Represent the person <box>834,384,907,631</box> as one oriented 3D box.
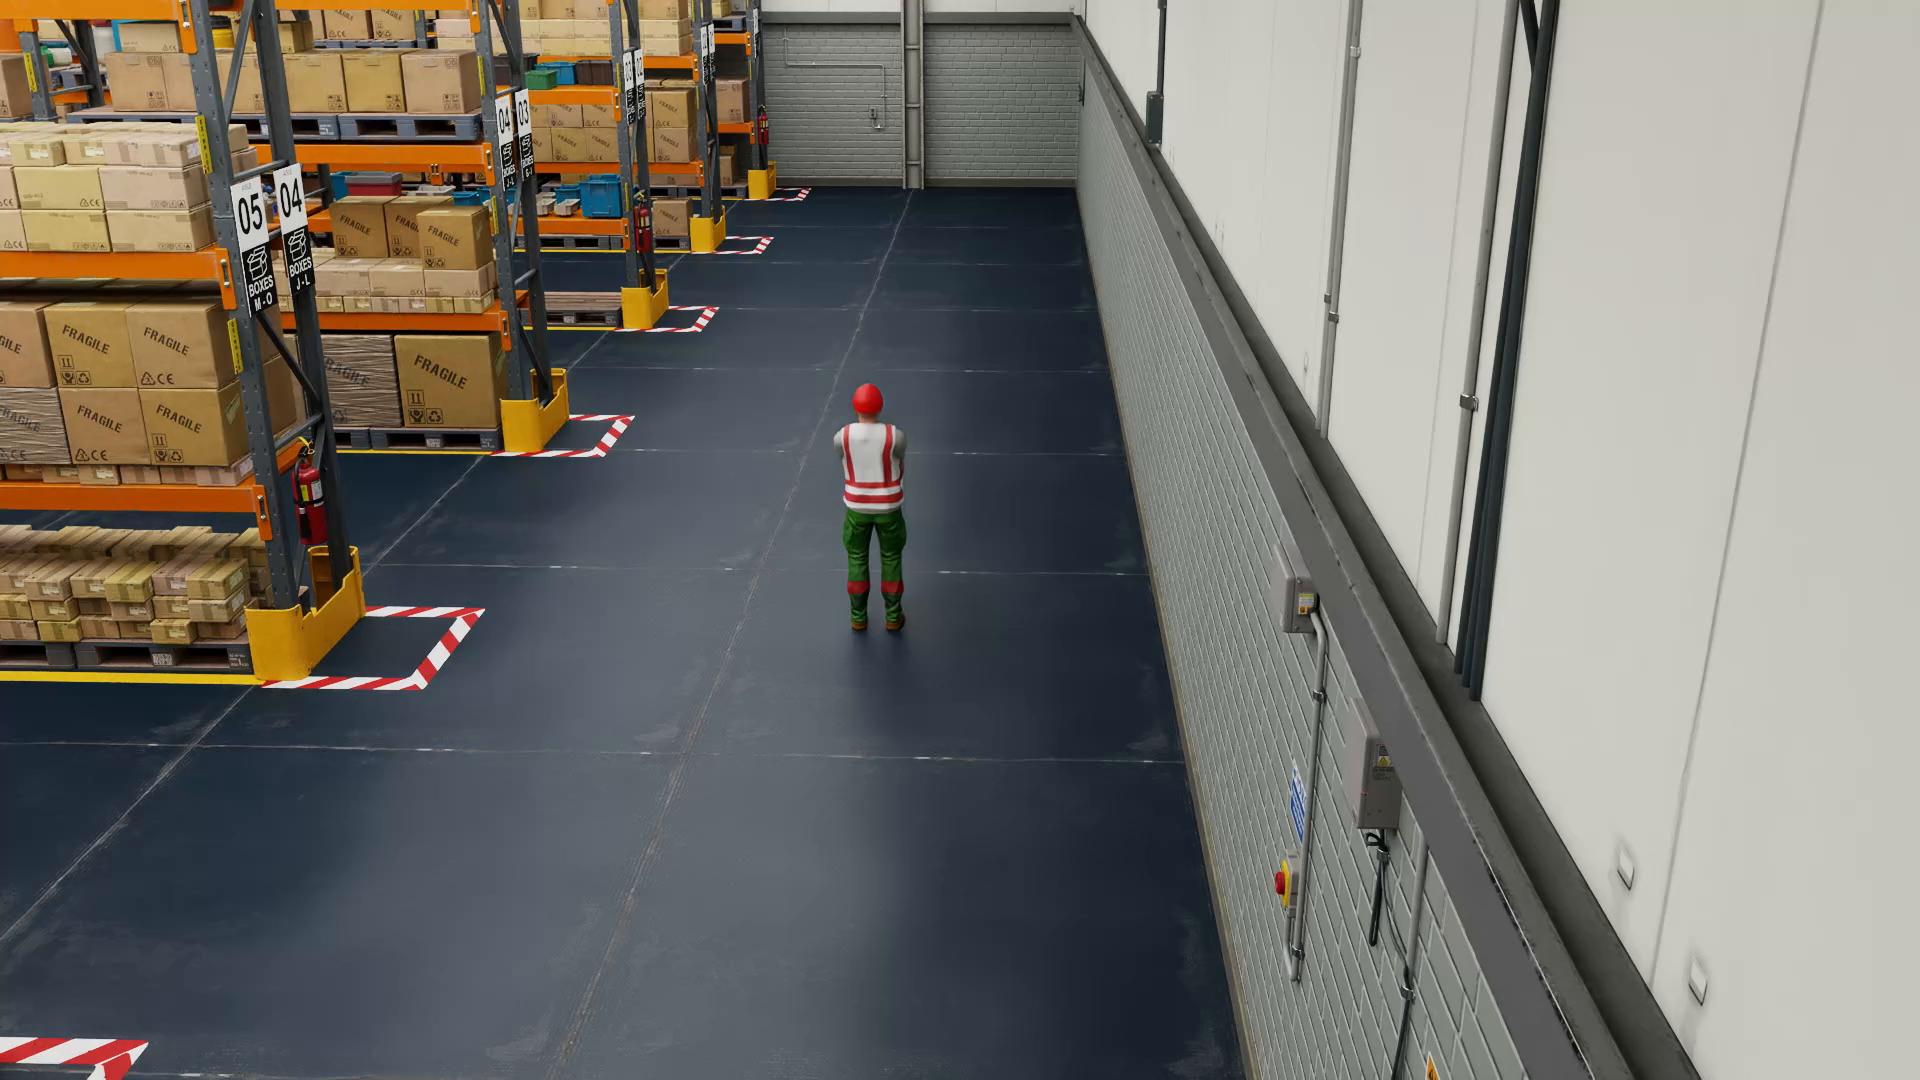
[{"bbox_3d":[-0.602,-0.266,11.541,0.494,1.782,0.573,1,21,2],"label":"person"}]
